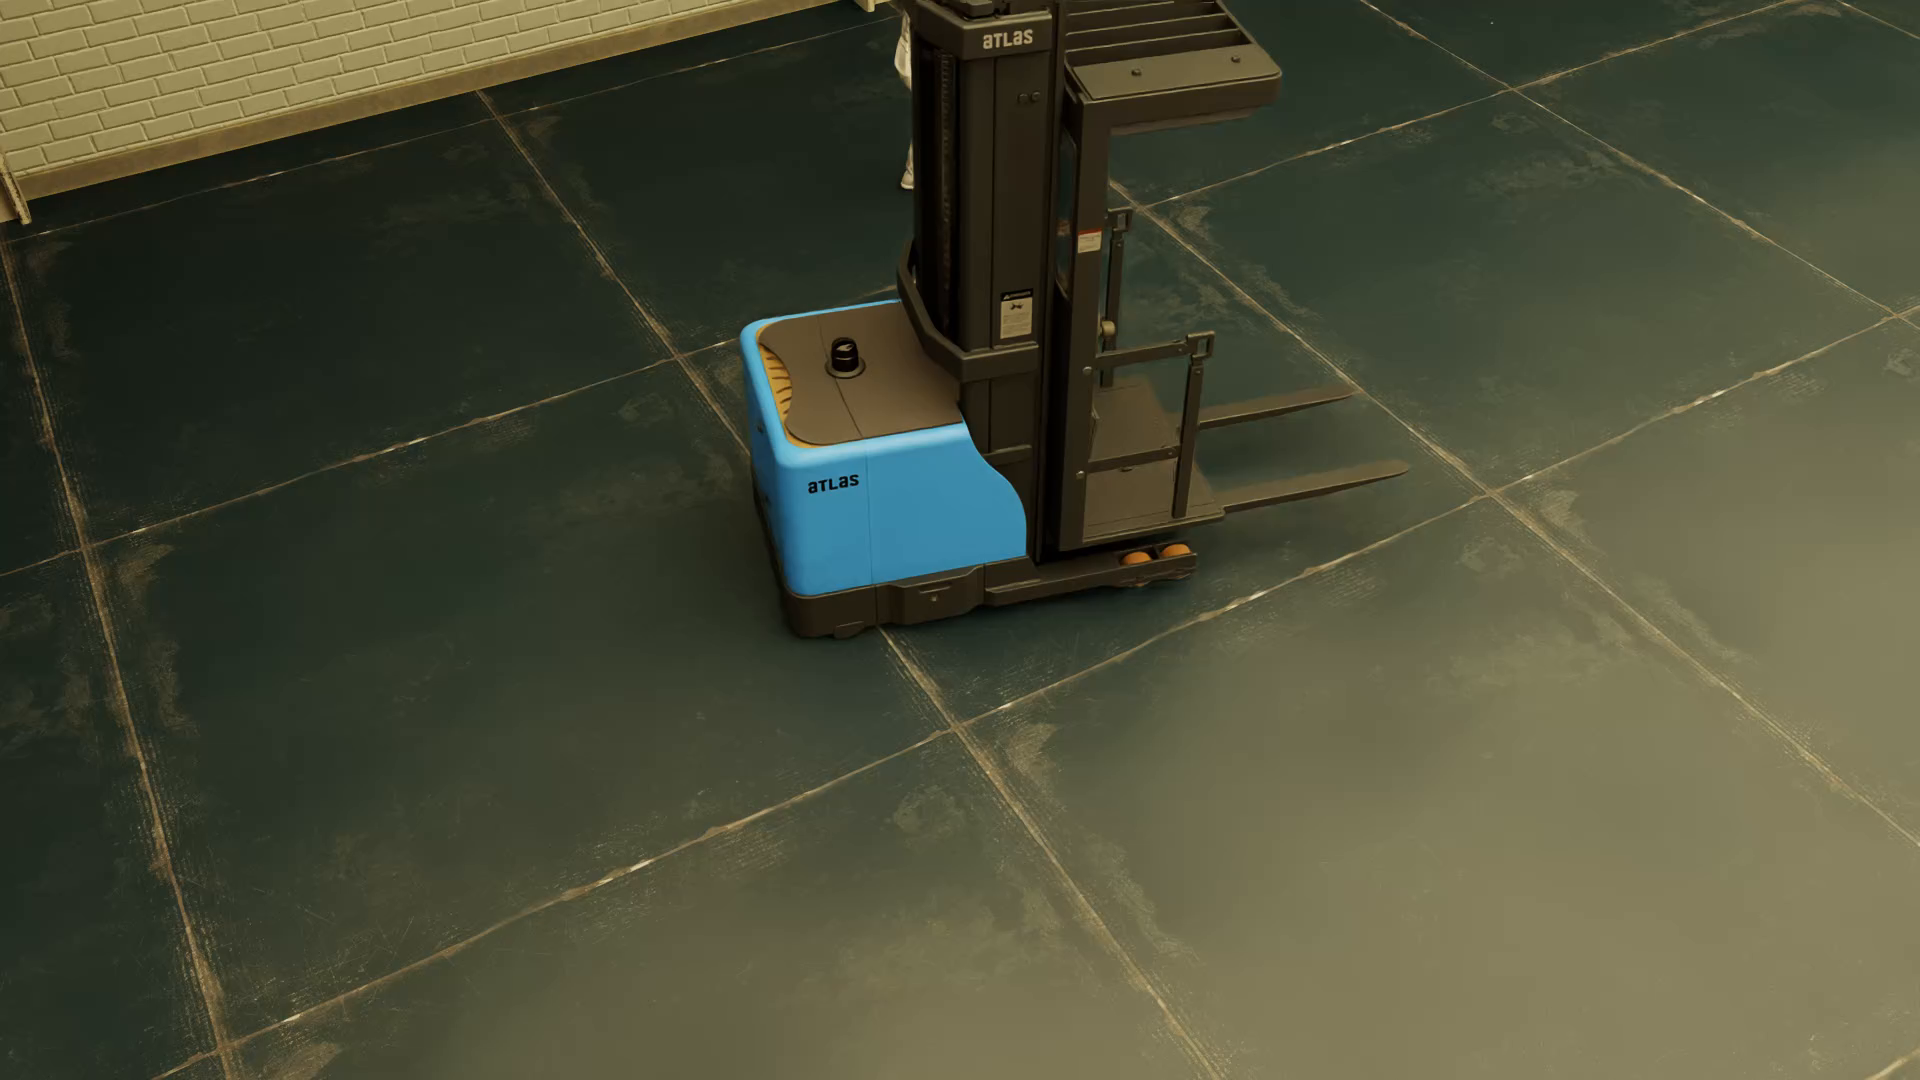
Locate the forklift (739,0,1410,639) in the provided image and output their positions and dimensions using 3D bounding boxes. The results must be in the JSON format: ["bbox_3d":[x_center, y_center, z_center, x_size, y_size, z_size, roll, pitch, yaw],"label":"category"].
[{"bbox_3d":[0.591,-1.195,6.986,3.031,2.935,1.130,-11,44,-11],"label":"forklift"}]

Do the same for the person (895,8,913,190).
[{"bbox_3d":[-0.143,-2.745,9.632,0.481,1.632,0.712,-11,44,-12],"label":"person"}]
